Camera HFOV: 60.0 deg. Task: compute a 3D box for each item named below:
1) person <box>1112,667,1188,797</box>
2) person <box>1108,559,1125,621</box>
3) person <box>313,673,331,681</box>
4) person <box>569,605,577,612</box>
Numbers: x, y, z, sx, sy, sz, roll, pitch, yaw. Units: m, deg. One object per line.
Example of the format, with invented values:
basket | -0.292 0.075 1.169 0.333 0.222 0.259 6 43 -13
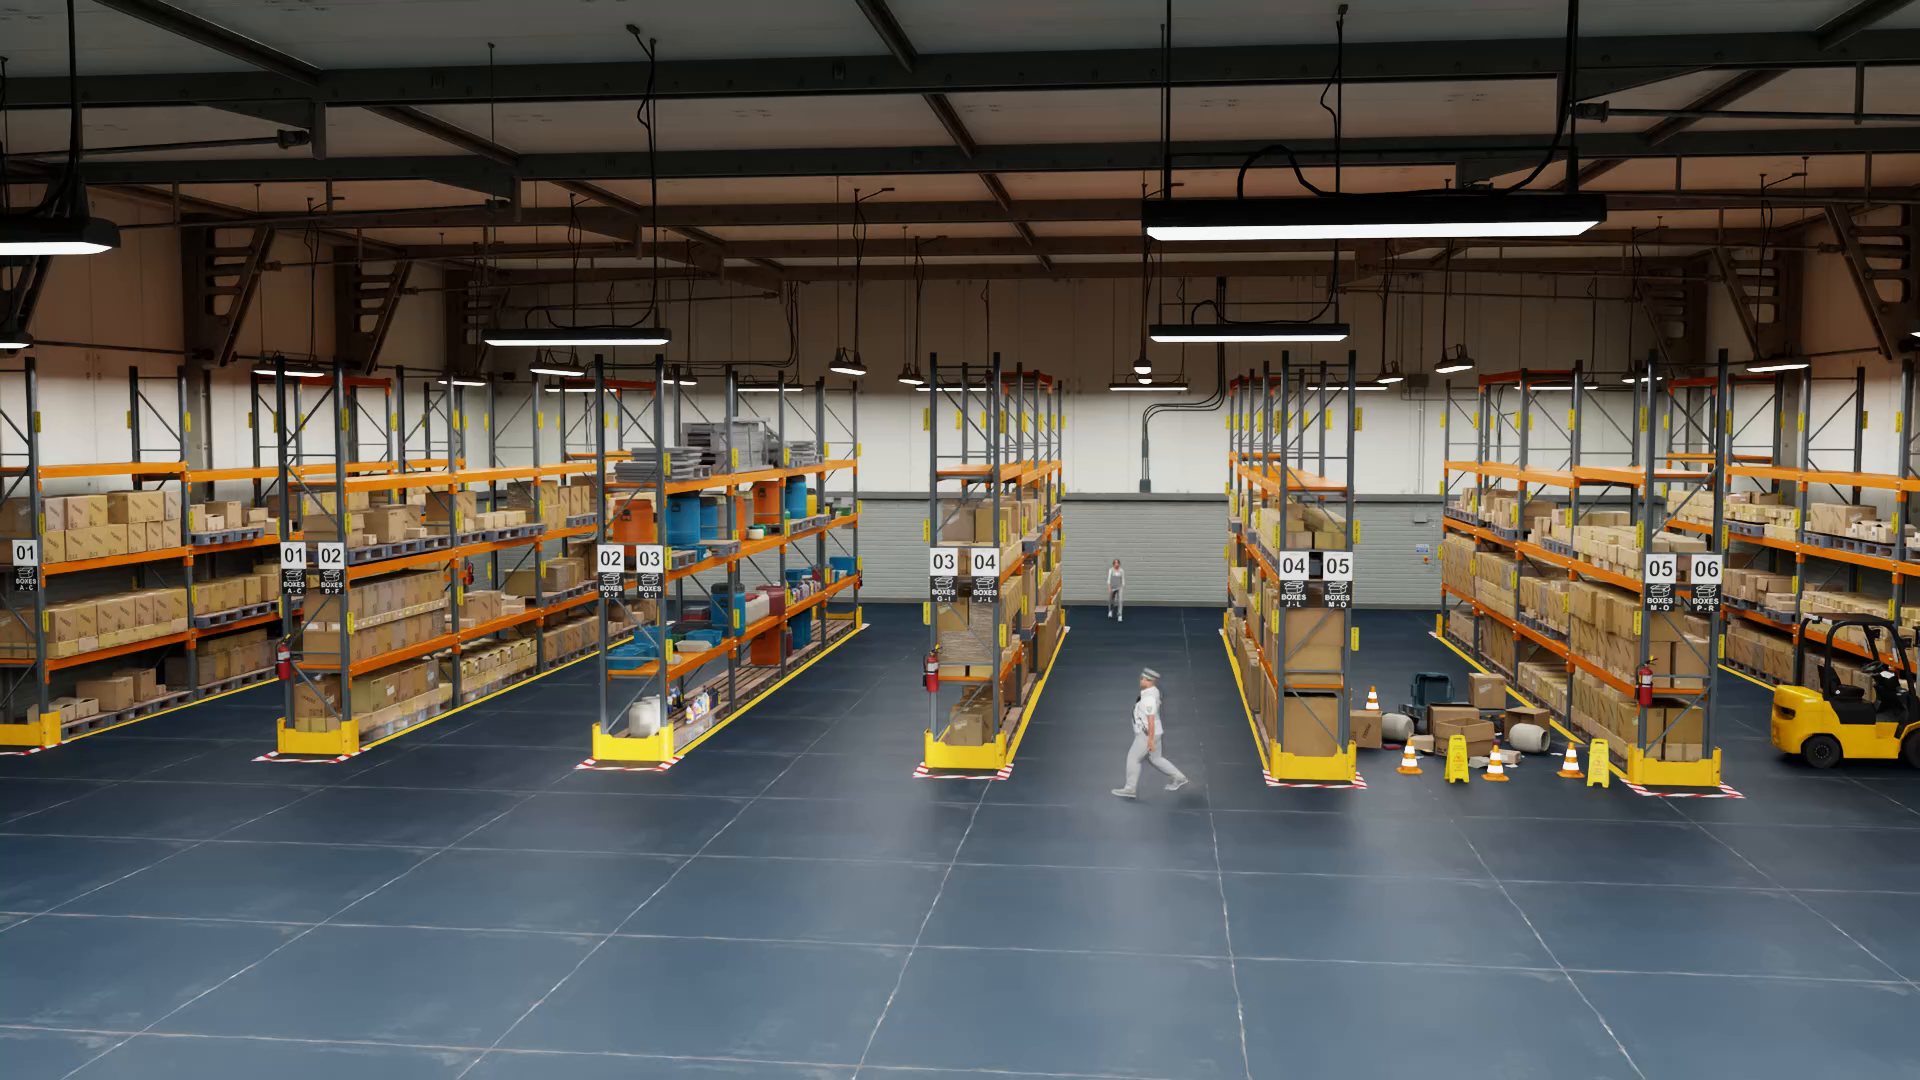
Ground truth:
person | 2.540 2.558 22.158 1.019 1.733 0.538 1 4 8
person | 3.941 1.240 41.945 0.434 1.553 0.882 0 4 -2
person | -12.402 1.836 32.368 0.521 1.712 1.069 1 4 10
person | -9.694 1.265 40.732 0.567 1.724 0.479 3 5 40
